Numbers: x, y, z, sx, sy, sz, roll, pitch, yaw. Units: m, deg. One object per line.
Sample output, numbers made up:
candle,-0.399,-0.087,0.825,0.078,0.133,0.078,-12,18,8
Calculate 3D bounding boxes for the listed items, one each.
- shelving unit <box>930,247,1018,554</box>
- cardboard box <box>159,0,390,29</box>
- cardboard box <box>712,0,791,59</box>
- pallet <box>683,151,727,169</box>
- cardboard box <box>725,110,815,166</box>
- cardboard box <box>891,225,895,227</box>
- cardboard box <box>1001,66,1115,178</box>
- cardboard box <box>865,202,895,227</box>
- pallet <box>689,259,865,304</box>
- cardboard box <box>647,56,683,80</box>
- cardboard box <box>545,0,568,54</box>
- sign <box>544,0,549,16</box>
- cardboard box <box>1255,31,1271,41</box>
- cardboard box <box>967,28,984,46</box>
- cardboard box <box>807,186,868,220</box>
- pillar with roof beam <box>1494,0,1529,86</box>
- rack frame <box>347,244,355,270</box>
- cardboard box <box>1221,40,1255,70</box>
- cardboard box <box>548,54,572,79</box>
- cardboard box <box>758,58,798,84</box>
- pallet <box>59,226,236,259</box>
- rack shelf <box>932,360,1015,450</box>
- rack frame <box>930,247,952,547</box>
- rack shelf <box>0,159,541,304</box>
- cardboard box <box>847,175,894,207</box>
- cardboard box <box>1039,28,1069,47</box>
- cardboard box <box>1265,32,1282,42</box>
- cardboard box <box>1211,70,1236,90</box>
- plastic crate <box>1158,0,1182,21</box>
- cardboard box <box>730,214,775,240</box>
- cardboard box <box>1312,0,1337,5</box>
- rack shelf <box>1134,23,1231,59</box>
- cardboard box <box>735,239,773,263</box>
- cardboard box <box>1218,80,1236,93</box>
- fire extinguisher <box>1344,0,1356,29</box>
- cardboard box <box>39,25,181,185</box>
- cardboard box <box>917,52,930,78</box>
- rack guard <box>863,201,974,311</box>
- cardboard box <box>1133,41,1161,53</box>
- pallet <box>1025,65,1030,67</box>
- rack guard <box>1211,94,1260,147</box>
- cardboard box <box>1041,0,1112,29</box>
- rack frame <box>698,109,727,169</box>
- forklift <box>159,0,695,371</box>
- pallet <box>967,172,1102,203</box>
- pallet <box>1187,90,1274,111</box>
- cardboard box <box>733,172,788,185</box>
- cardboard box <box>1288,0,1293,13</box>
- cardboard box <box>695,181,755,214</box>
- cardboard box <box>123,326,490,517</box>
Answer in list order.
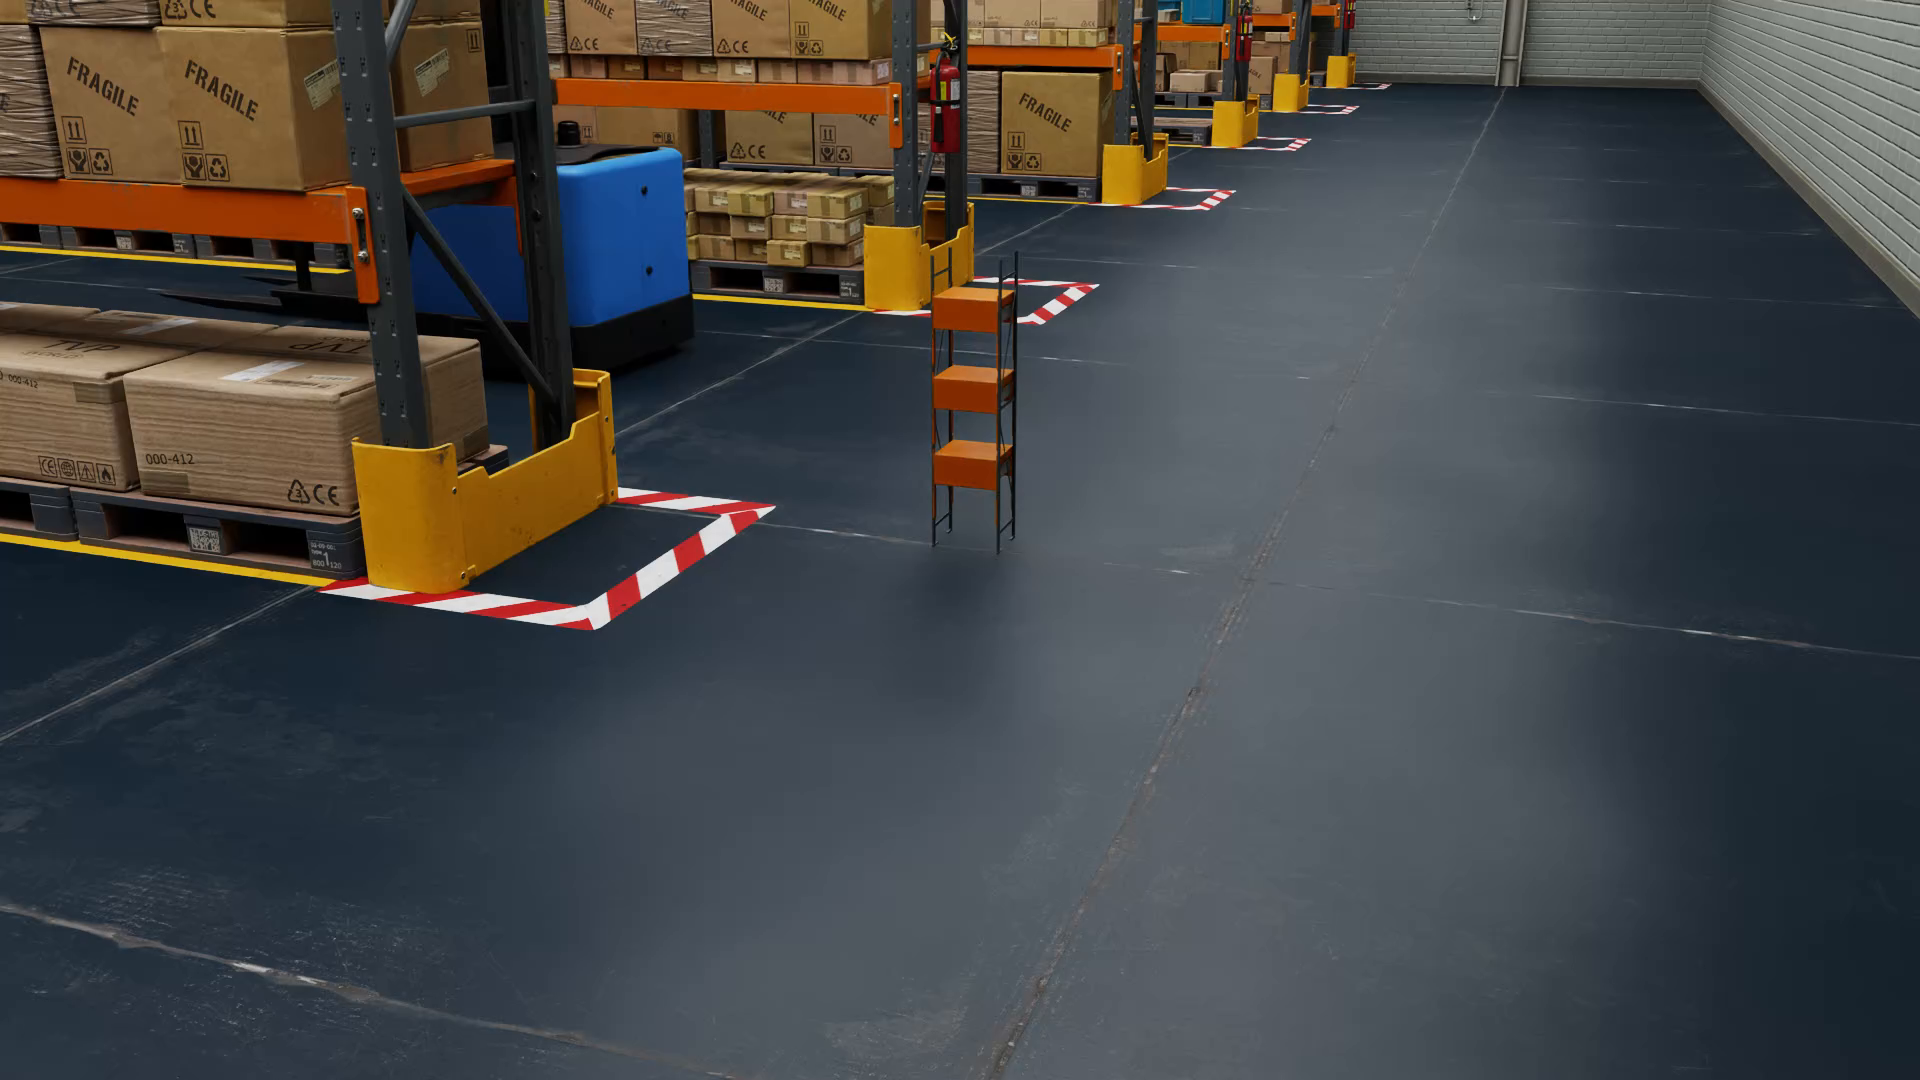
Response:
shelving unit,0.051,-0.490,5.887,0.252,1.050,0.215,7,20,18
cardboard box,-2.236,-1.928,5.380,0.500,0.500,0.500,7,20,20
cardboard box,-1.167,-3.194,10.079,0.500,0.500,0.500,6,20,17
pallet,-2.982,-3.688,16.334,1.213,0.211,1.003,7,20,18
cardboard box,-1.631,-4.043,15.708,0.875,0.875,0.875,7,20,18
cardboard box,-0.563,-1.989,10.919,0.250,0.149,0.380,7,20,19
cardboard box,0.919,-3.752,14.871,0.875,0.875,0.875,7,20,18
cardboard box,-0.584,-2.110,10.814,0.250,0.149,0.380,7,21,20
pallet,-1.001,-1.771,10.837,1.213,0.211,1.003,7,20,18
cardboard box,-1.762,-2.976,10.439,0.250,0.149,0.380,6,20,16
cardboard box,-2.633,-3.352,10.532,0.500,0.500,0.500,6,20,17
sign,-1.515,-2.049,5.962,0.005,0.325,0.100,7,20,18
cardboard box,5.201,-8.632,28.456,0.250,0.149,0.380,7,20,19
cardboard box,0.140,-4.440,14.637,0.250,0.149,0.380,6,20,17
cardboard box,-0.757,-2.092,10.311,0.250,0.149,0.380,7,20,19
pillar with roof beam,7.848,-10.604,22.826,0.400,9.000,9.100,7,20,18
rack frame,-3.952,-3.413,11.311,0.127,3.000,1.000,7,20,18
cardboard box,4.784,-8.303,28.499,0.500,0.500,0.700,6,20,16
cardboard box,-2.532,-3.035,10.607,0.250,0.149,0.380,7,21,20
cardboard box,-1.039,-2.871,10.136,0.250,0.149,0.380,6,20,18
pallet,-5.844,-2.311,12.386,1.213,0.211,1.003,7,20,18
rack shelf,0.051,-0.480,5.890,0.240,0.259,0.215,7,20,18
rack frame,-0.065,-0.503,5.925,0.008,1.050,0.200,7,20,18
rack shelf,-3.592,-1.307,6.363,4.000,0.370,1.077,7,20,18
cardboard box,-0.557,-2.276,10.839,0.250,0.149,0.380,6,20,16
cardboard box,0.859,-4.357,14.401,0.250,0.149,0.380,7,20,19
cardboard box,5.310,-8.486,28.038,0.250,0.149,0.380,7,20,20
cardboard box,3.911,-6.702,24.256,0.500,0.250,0.500,7,20,18
plastic crate,2.428,-6.202,19.474,0.300,0.233,0.416,7,20,18
cardboard box,-1.257,-1.997,10.491,0.250,0.149,0.380,6,20,16
cardboard box,5.941,-9.326,27.818,0.700,0.700,0.980,7,21,21
rack shelf,1.286,-5.929,19.620,4.000,0.370,1.077,7,20,18
cardboard box,-1.236,-1.877,10.596,0.250,0.149,0.380,6,20,18
cardboard box,3.857,-6.516,23.847,0.250,0.166,0.380,7,20,18
fire extinguisher,6.417,-8.760,27.334,0.183,0.674,0.296,7,20,18
cardboard box,-2.714,-1.507,5.690,0.500,0.500,0.500,6,20,17
cardboard box,-0.372,-2.999,10.505,0.250,0.149,0.380,6,20,18
rack guard,-0.245,-1.809,10.506,0.348,0.500,1.175,7,20,18
cardboard box,3.321,-8.470,28.977,0.500,0.500,0.700,7,20,19
pallet,0.738,-8.439,29.966,1.213,0.211,1.003,7,20,18
rack guard,3.202,-4.873,19.297,0.348,0.500,1.175,7,20,18
cardboard box,1.005,-4.552,14.353,0.500,0.250,0.500,6,20,17
rack frame,-2.229,-4.944,15.703,0.127,3.000,1.000,7,20,18
forklift,-3.004,-2.471,8.712,3.031,2.935,1.130,8,21,22
pallet,0.769,-3.258,15.101,1.213,0.211,1.003,7,20,18
pallet,3.979,-6.369,24.028,1.213,0.211,1.003,7,20,18
cardboard box,-1.314,-2.337,11.012,0.250,0.149,0.380,6,20,15
cardboard box,4.472,-7.769,23.655,0.500,0.500,0.500,7,20,19
cardboard box,-1.485,-2.174,10.544,0.250,0.149,0.380,6,20,16
cardboard box,-2.359,-0.460,6.092,0.875,0.438,0.875,6,20,16
